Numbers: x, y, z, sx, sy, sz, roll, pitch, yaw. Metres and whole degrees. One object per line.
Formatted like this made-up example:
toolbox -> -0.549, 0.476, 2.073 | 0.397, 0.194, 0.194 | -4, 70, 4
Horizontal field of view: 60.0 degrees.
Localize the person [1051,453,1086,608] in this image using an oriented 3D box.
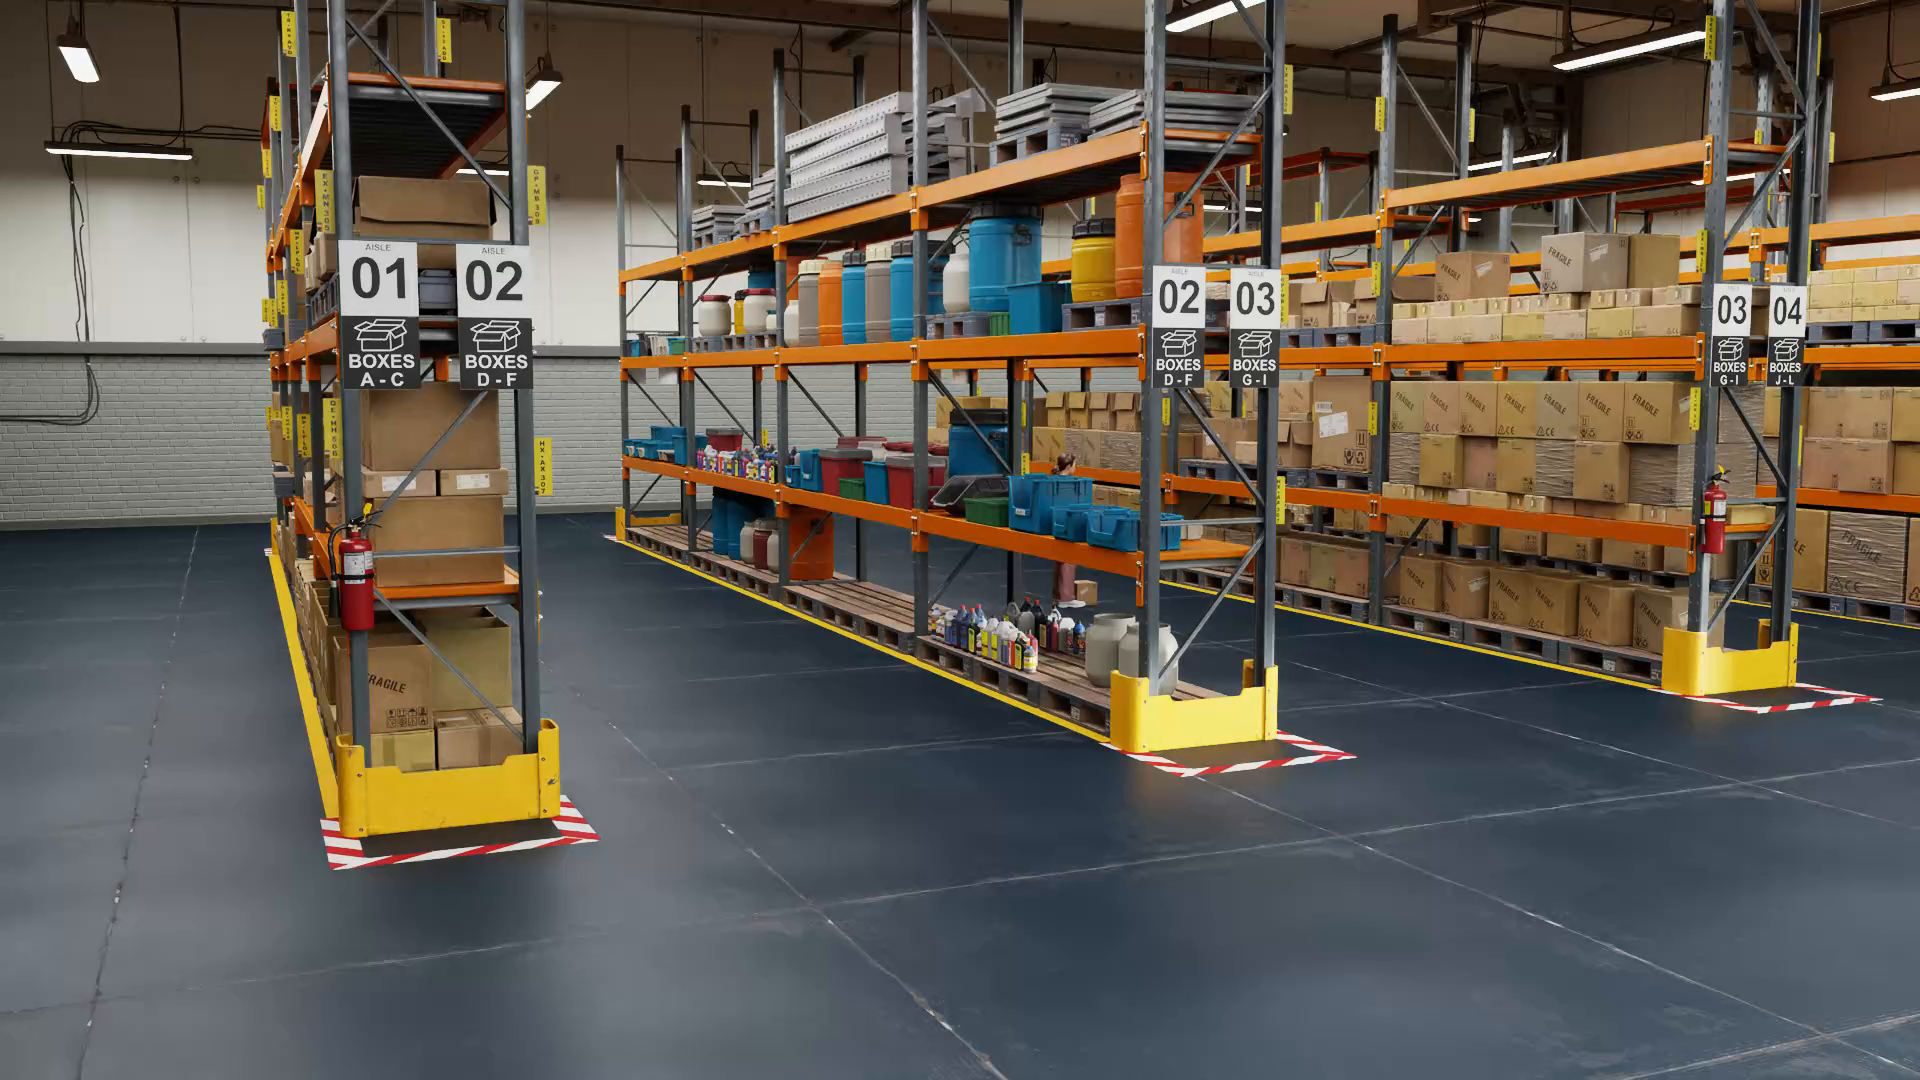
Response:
person -> 1.142, -0.114, 18.155 | 0.403, 1.673, 0.499 | -2, 6, -24
